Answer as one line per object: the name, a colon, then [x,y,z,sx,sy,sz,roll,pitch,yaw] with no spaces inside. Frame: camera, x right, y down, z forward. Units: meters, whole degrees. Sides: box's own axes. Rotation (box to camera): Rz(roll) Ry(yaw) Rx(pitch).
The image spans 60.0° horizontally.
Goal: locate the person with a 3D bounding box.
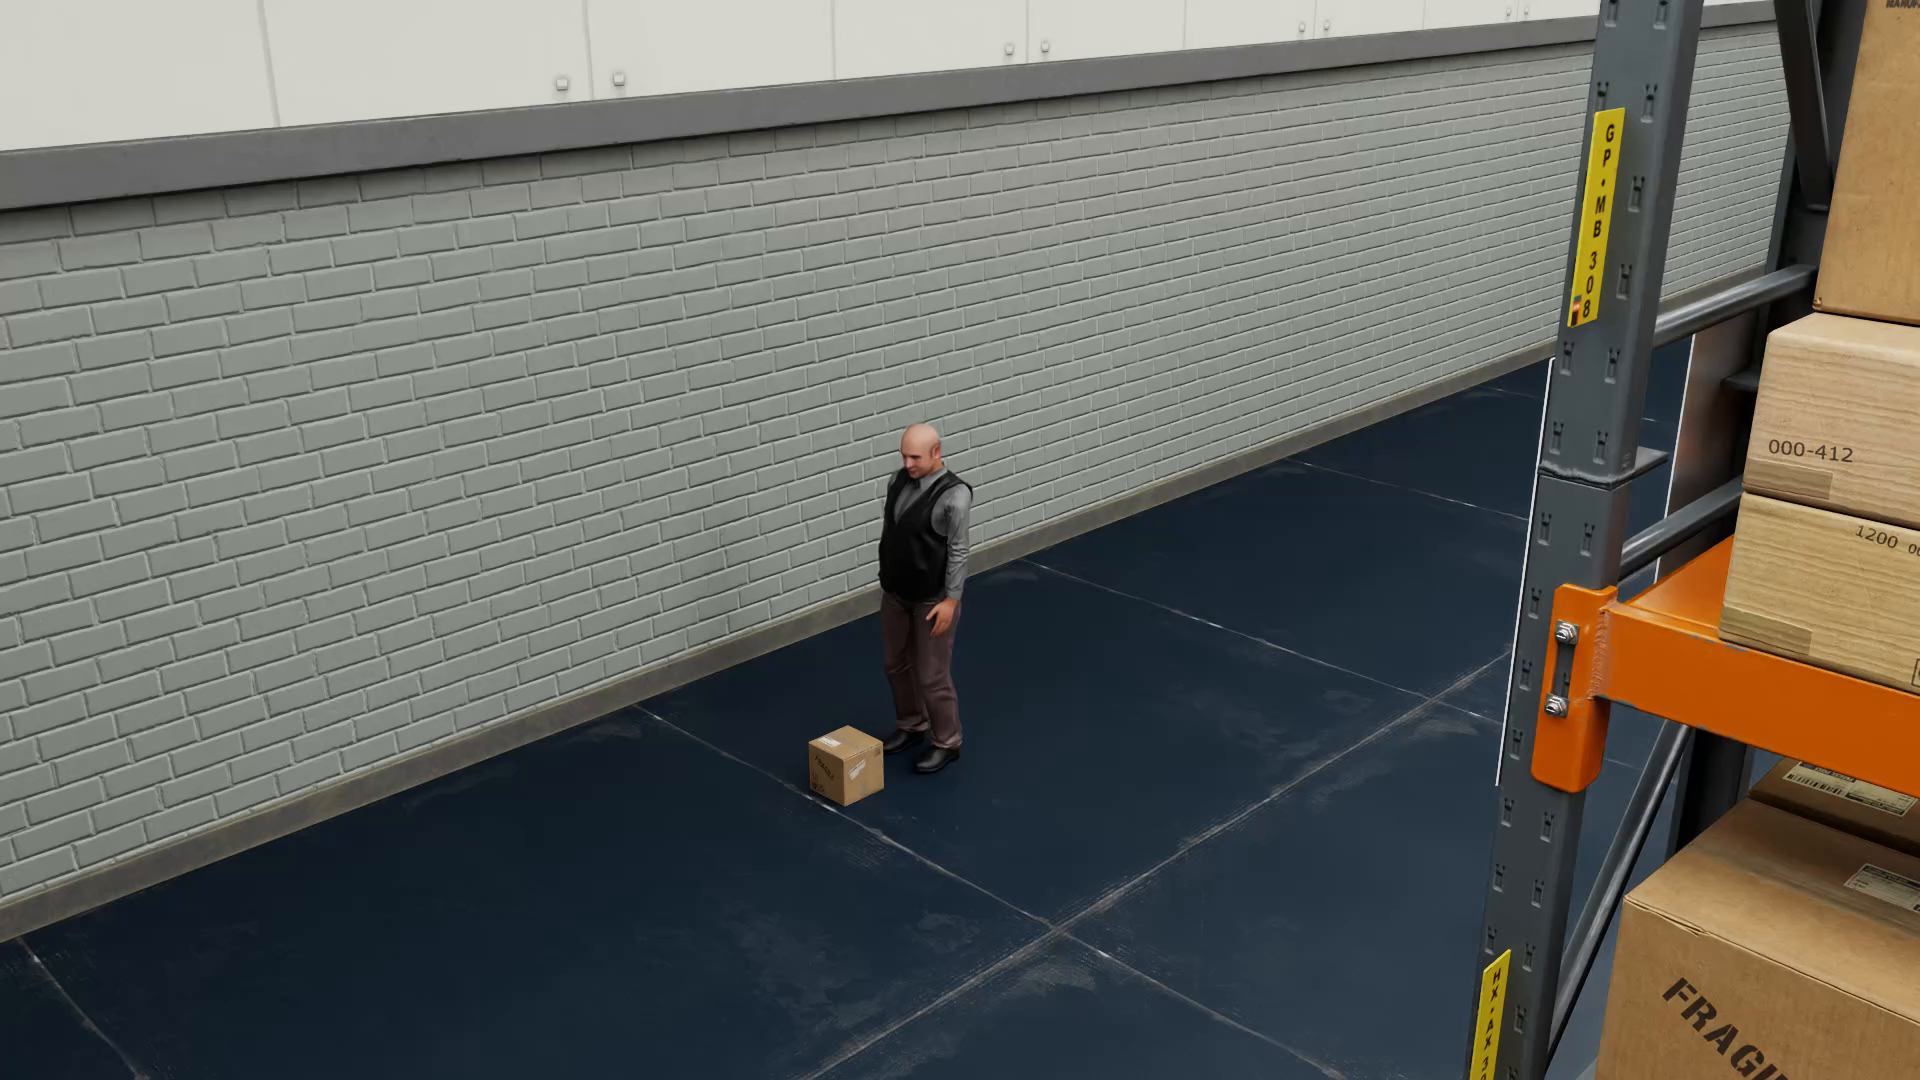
person: [-0.169,0.321,7.945,0.353,1.592,0.535,-19,27,-41]
